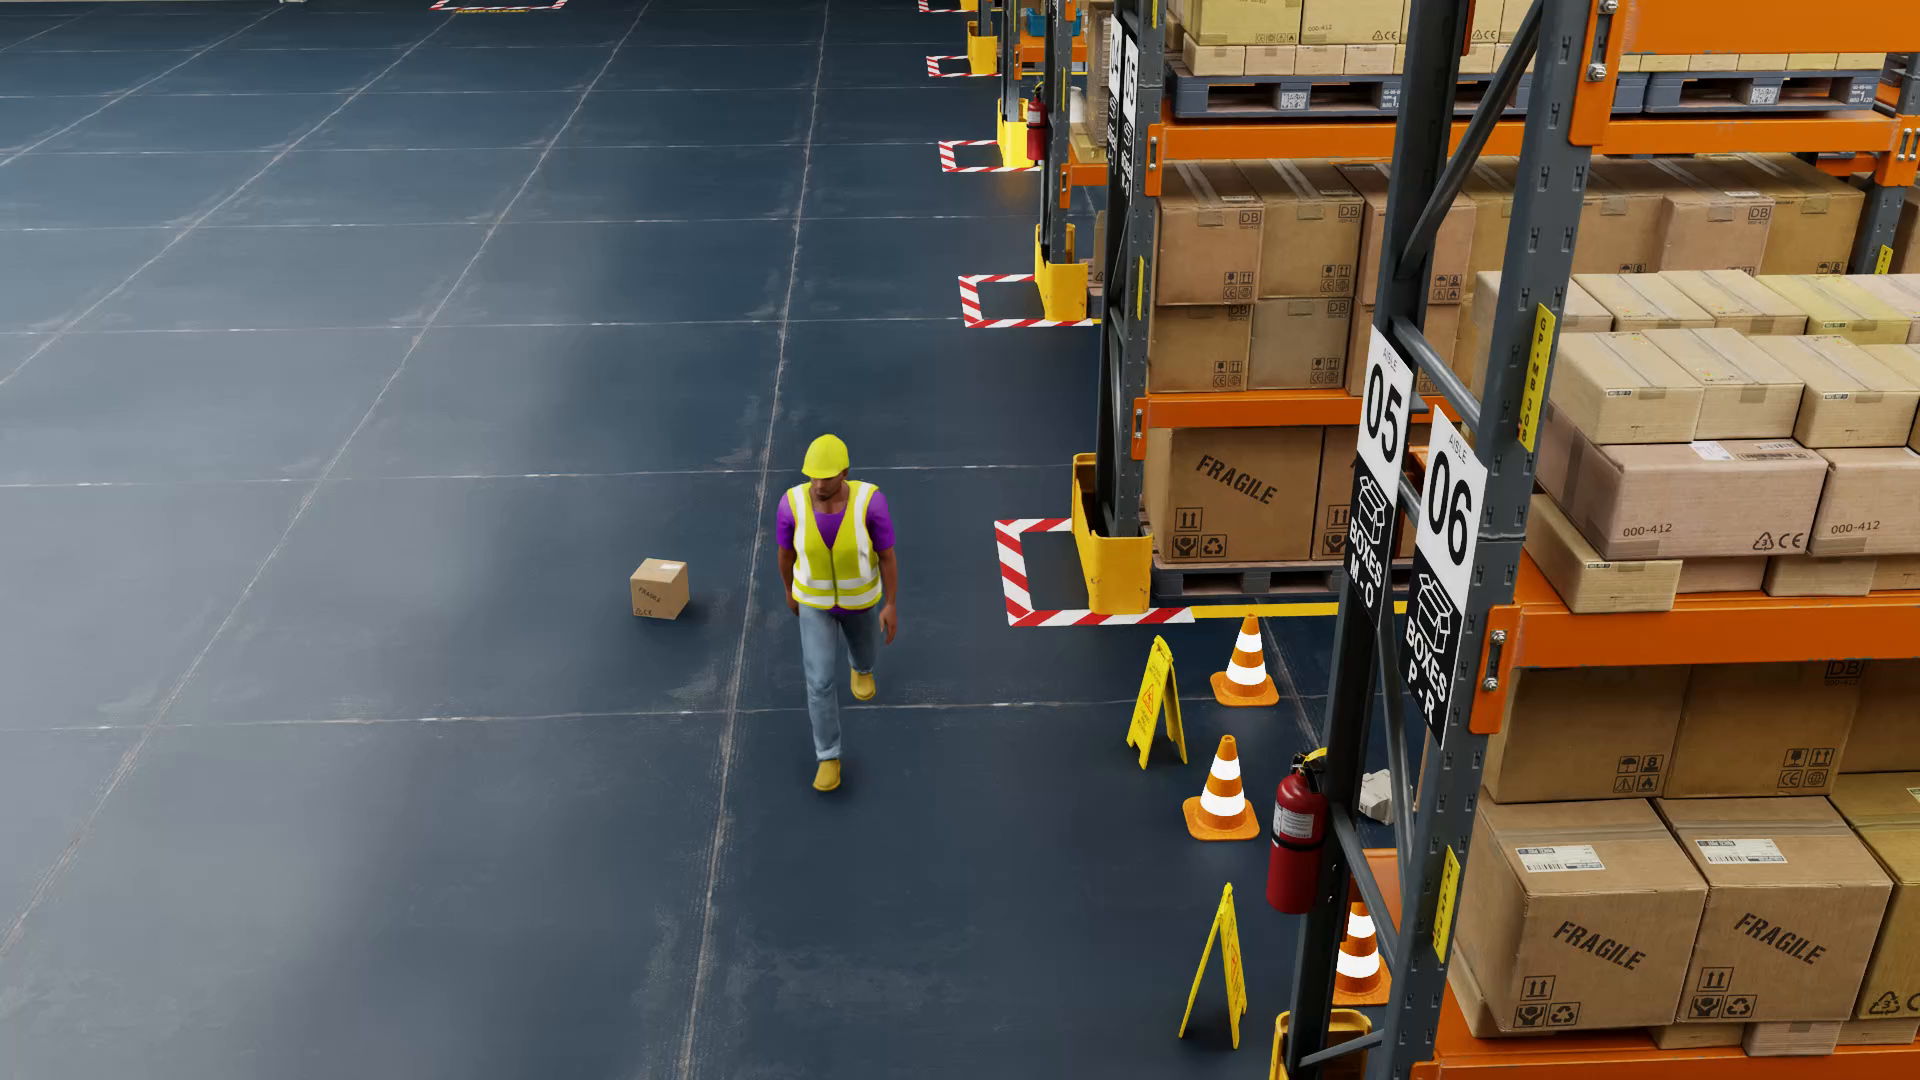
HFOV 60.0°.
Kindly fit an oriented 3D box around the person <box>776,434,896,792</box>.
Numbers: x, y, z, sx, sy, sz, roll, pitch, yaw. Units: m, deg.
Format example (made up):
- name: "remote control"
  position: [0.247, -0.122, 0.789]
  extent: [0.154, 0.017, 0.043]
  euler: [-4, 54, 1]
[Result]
- name: "person"
  position: [-0.596, 0.255, 8.104]
  extent: [0.571, 1.719, 1.043]
  euler: [-2, 27, -4]
